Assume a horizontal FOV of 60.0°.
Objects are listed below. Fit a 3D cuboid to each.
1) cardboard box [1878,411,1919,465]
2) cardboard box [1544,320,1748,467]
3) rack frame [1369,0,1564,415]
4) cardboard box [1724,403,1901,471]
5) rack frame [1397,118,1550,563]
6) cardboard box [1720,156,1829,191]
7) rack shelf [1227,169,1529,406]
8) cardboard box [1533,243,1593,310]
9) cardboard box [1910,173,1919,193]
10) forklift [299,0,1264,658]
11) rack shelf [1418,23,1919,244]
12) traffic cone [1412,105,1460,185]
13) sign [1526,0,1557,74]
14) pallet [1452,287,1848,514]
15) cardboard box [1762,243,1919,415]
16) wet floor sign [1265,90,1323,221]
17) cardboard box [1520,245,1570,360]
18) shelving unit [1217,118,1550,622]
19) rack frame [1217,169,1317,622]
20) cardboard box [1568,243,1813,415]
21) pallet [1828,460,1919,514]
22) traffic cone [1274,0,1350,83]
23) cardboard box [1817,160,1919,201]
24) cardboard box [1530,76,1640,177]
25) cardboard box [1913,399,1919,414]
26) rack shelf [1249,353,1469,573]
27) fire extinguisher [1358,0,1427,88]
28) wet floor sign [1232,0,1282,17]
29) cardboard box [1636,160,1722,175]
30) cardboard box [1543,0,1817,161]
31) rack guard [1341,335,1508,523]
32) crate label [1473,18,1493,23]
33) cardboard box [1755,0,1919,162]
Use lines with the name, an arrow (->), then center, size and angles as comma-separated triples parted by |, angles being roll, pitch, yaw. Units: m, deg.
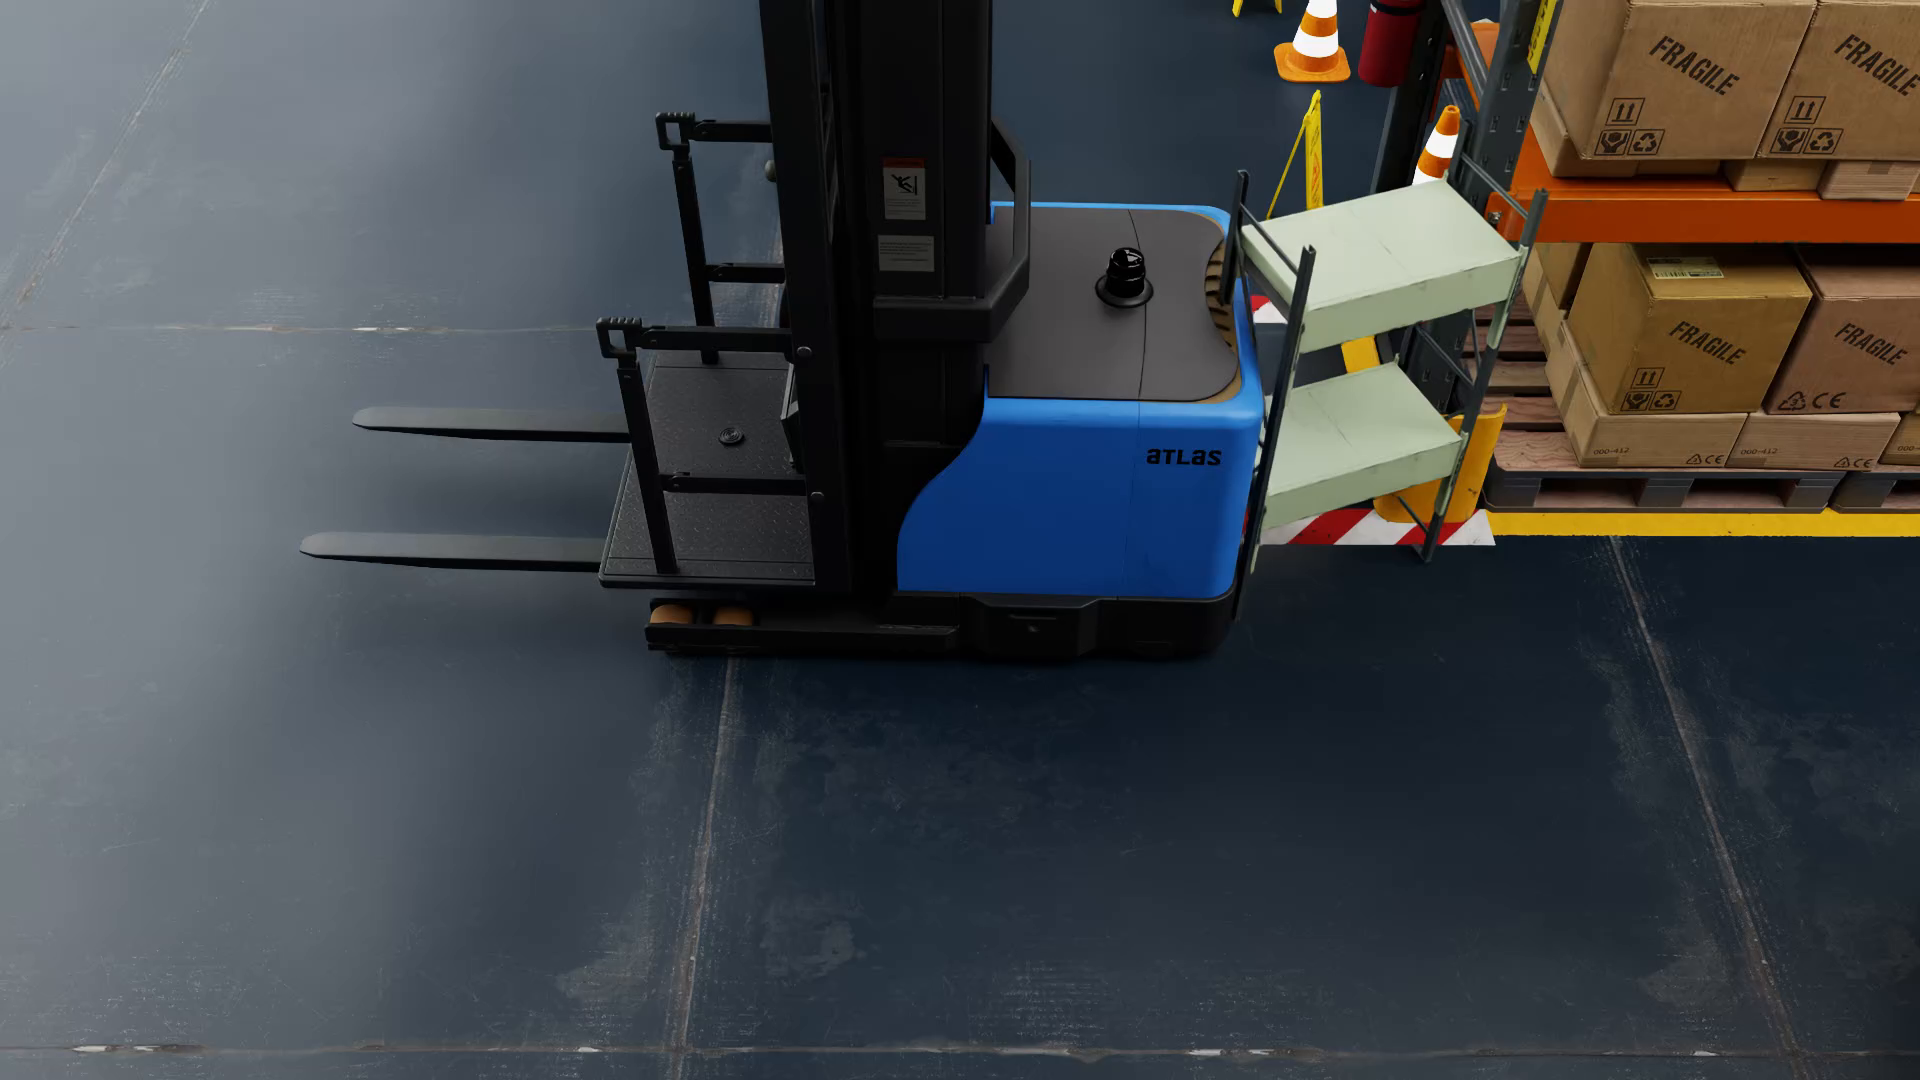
cardboard box -> 3.421, -0.513, 5.770 | 0.500, 0.250, 0.500 | 3, 47, 3
cardboard box -> 2.365, -0.512, 5.769 | 0.500, 0.250, 0.500 | 0, 47, 0
rack frame -> 1.559, -1.511, 5.107 | 0.127, 3.000, 1.000 | 0, 47, 0
cardboard box -> 2.875, -0.505, 5.763 | 0.500, 0.250, 0.500 | 2, 47, 2
rack frame -> 1.526, -0.572, 5.233 | 0.023, 1.500, 0.400 | -16, 49, -15
cardboard box -> 2.415, -1.222, 5.010 | 0.250, 0.149, 0.380 | -1, 47, -1
rack shelf -> 1.190, -0.743, 4.853 | 0.720, 0.370, 0.431 | -16, 49, -15
cardboard box -> 2.361, -1.161, 5.861 | 0.500, 0.500, 0.500 | 0, 47, 0
cardboard box -> 2.928, -1.212, 5.000 | 0.250, 0.149, 0.380 | 1, 47, 1
forklift -> -0.628, -1.015, 4.693 | 3.031, 2.935, 1.130 | 1, 47, 1
rack shelf -> 3.559, -1.260, 5.365 | 4.000, 0.370, 1.077 | 0, 47, 0
traffic cone -> 1.994, -1.589, 6.913 | 0.334, 0.463, 0.336 | 0, 47, 0
sign -> 1.557, -1.408, 4.420 | 0.005, 0.325, 0.100 | 0, 47, 0
pallet -> 2.447, -0.532, 6.101 | 1.213, 0.211, 1.003 | 0, 47, 0
cardboard box -> 2.911, -0.770, 5.497 | 0.500, 0.500, 0.500 | -1, 47, -1
wet floor sign -> 1.373, -1.492, 6.698 | 0.232, 0.644, 0.267 | 15, 49, 14
cardboard box -> 2.392, -0.911, 6.141 | 0.500, 0.250, 0.500 | 0, 47, 0
shelving unit -> 1.186, -0.476, 5.138 | 0.755, 1.500, 0.431 | -16, 49, -15
rack frame -> 0.846, -0.380, 5.043 | 0.023, 1.500, 0.400 | -16, 49, -15
cardboard box -> 2.388, -0.768, 5.495 | 0.500, 0.500, 0.500 | -1, 47, -1
pallet -> 3.664, -0.527, 6.096 | 1.213, 0.211, 1.003 | 0, 47, 0
traffic cone -> 1.658, -2.403, 7.670 | 0.334, 0.463, 0.336 | 0, 47, 0
cardboard box -> 2.669, -1.188, 4.978 | 0.250, 0.149, 0.380 | 1, 47, 1
cardboard box -> 1.898, -1.272, 5.057 | 0.250, 0.149, 0.380 | 0, 47, 0
cardboard box -> 3.413, -0.762, 5.490 | 0.500, 0.500, 0.500 | 1, 47, 1
rack shelf -> 1.182, -0.254, 5.376 | 0.720, 0.370, 0.431 | -16, 49, -15
fire extinguisher -> 1.446, -1.822, 5.449 | 0.183, 0.674, 0.296 | 0, 47, 0
wet floor sign -> 1.440, -2.883, 7.992 | 0.232, 0.644, 0.267 | -7, 47, -7
cardboard box -> 2.150, -1.282, 5.066 | 0.250, 0.149, 0.380 | 1, 47, 1
cardboard box -> 2.032, -1.442, 4.771 | 0.500, 0.500, 0.500 | 0, 47, 0
rack guard -> 1.635, -0.659, 6.022 | 0.348, 0.500, 1.175 | 0, 47, 0
crate label -> 2.444, -2.335, 7.830 | 0.298, 0.136, 0.250 | -23, 51, -20
cardboard box -> 2.550, -1.443, 4.772 | 0.500, 0.500, 0.500 | 1, 47, 1
